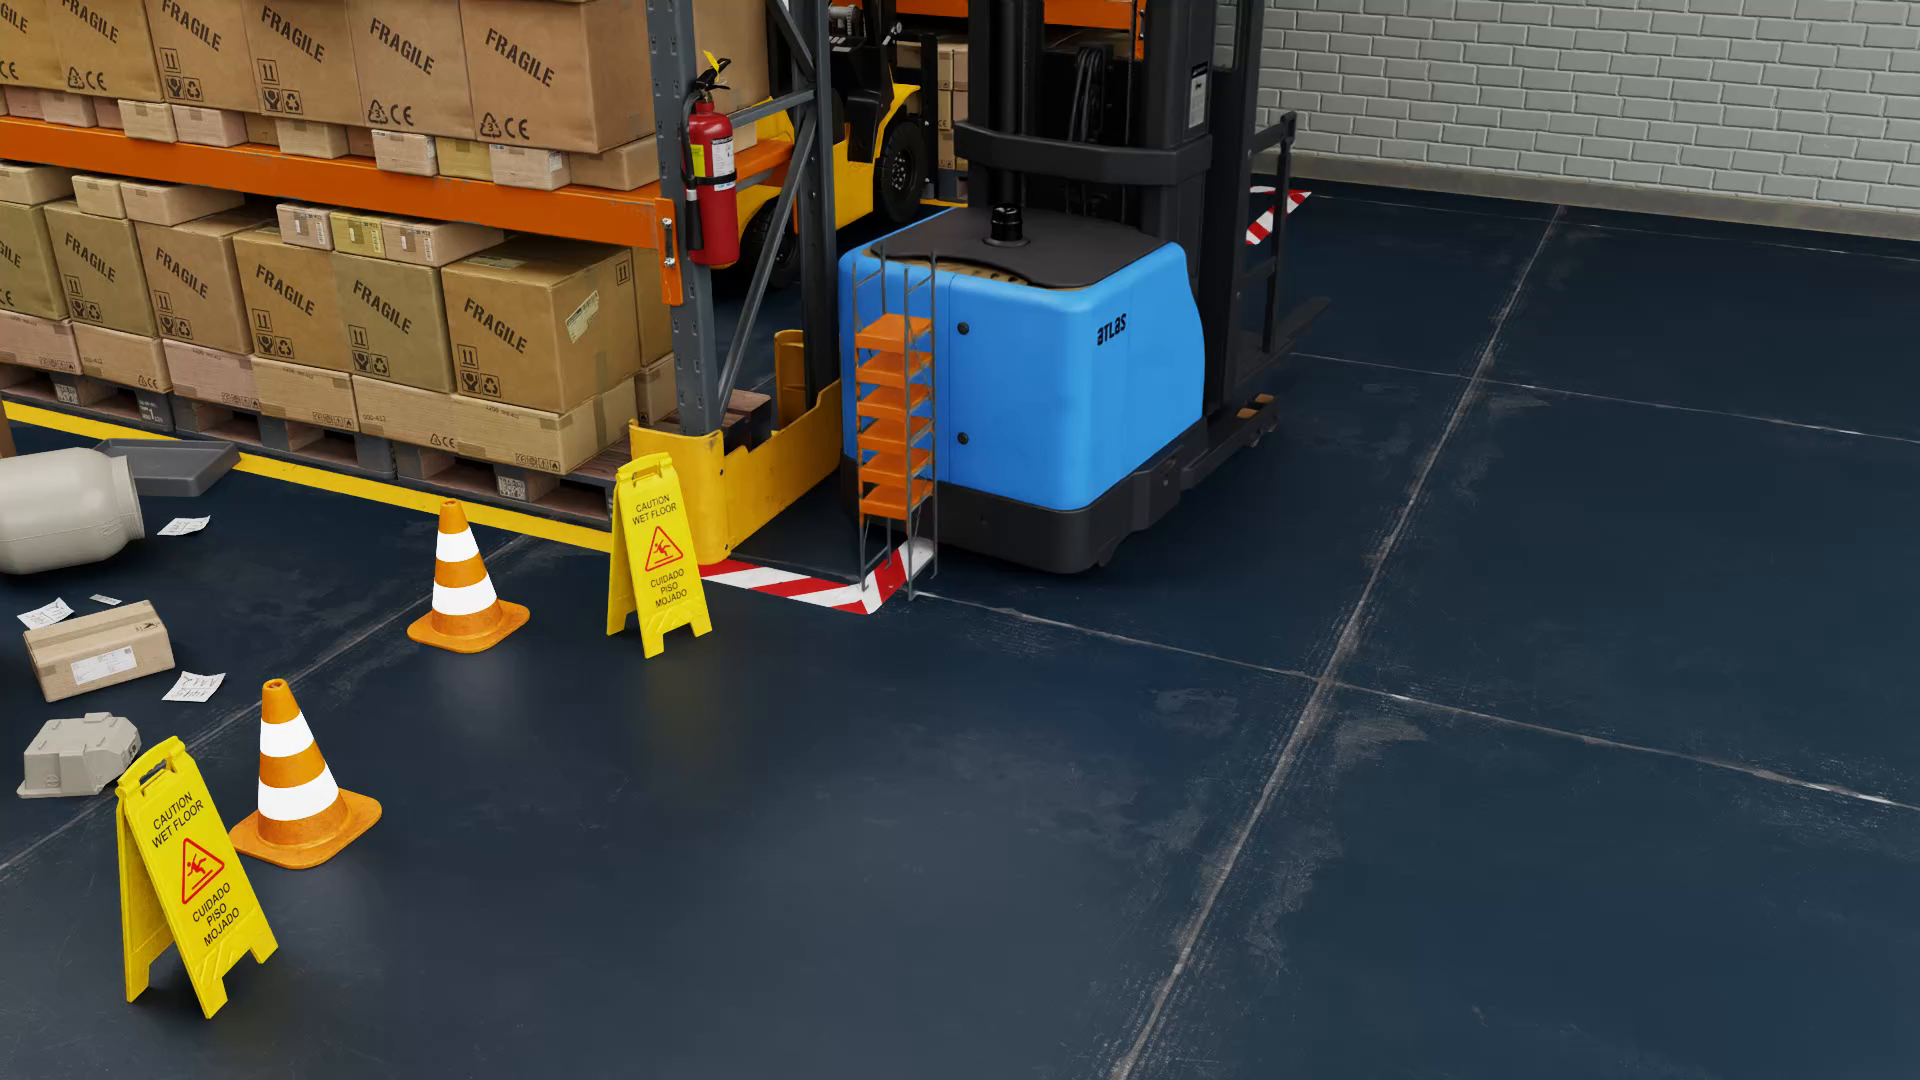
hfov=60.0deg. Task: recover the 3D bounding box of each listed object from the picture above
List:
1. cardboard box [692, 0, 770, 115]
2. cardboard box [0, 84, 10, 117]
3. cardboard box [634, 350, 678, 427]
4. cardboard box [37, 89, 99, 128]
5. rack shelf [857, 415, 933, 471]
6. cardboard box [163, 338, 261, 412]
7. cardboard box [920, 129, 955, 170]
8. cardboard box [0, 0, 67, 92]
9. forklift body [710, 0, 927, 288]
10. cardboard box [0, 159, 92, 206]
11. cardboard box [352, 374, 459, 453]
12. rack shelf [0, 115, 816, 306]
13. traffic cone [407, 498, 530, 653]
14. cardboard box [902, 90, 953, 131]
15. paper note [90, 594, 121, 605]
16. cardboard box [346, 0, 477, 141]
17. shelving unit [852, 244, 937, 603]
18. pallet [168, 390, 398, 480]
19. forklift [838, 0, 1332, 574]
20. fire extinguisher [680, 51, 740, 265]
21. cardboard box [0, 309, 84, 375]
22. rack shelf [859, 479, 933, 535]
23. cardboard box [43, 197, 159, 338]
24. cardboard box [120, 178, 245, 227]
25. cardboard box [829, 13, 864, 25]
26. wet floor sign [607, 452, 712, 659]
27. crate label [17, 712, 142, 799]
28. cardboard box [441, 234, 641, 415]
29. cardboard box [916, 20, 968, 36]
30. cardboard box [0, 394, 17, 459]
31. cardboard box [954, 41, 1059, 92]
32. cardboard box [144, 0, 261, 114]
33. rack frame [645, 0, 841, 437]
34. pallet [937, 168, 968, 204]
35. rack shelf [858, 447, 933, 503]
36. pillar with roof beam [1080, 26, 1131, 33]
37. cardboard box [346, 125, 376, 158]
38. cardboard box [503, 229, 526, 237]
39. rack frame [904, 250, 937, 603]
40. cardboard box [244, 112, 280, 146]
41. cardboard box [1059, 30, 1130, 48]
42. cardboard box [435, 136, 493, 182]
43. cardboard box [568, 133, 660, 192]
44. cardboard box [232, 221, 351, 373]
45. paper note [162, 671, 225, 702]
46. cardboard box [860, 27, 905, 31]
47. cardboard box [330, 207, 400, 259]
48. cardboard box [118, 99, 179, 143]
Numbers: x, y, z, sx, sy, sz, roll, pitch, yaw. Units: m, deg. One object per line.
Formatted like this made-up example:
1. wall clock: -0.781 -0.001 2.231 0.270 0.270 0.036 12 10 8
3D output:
1. cardboard box: -1.061 -1.873 6.209 0.500 0.500 0.500 11 28 21
2. cardboard box: -3.981 -1.904 7.005 0.250 0.149 0.380 12 29 23
3. cardboard box: -1.365 -0.710 6.935 0.500 0.250 0.500 11 28 21
4. cardboard box: -3.516 -1.808 6.811 0.250 0.149 0.380 12 29 23
5. rack shelf: -0.215 -0.345 5.692 0.180 0.103 0.258 10 28 20
6. cardboard box: -2.986 -0.778 7.071 0.500 0.250 0.500 11 28 21
7. cardboard box: -0.153 -2.597 10.766 0.500 0.250 0.500 12 29 22
8. cardboard box: -3.635 -2.132 6.734 0.500 0.500 0.500 11 28 22
9. forklift body: -1.175 -2.726 9.352 1.214 2.155 2.313 11 28 22
10. cardboard box: -3.872 -1.547 7.051 0.250 0.149 0.380 12 29 23
11. cardboard box: -2.061 -0.589 6.688 0.500 0.250 0.500 11 28 22
12. rack shelf: -2.566 -1.540 6.796 4.000 0.370 1.077 11 28 22
13. traffic cone: -1.671 0.081 5.561 0.334 0.463 0.336 11 28 22
14. cardboard box: -0.197 -2.818 10.649 0.500 0.250 0.500 11 28 21
15. paper note: -2.988 0.209 5.814 0.123 0.001 0.032 11 28 22
16. cardboard box: -1.807 -1.757 5.973 0.500 0.500 0.500 11 28 22
17. shelving unit: -0.215 -0.384 5.672 0.189 1.200 0.258 10 28 20
18. pallet: -2.646 -0.646 7.324 1.213 0.211 1.003 11 28 22
19. forklift: 0.749 -1.804 6.597 1.130 2.935 3.031 15 30 28
20. fire extinguisher: -0.832 -1.256 5.493 0.183 0.674 0.296 11 28 22
21. cardboard box: -3.961 -0.967 7.455 0.500 0.250 0.500 10 28 19
22. rack shelf: -0.215 -0.129 5.798 0.180 0.103 0.258 10 28 20
23. cardboard box: -3.469 -1.210 7.100 0.500 0.500 0.500 13 29 24
24. cardboard box: -3.157 -1.406 6.764 0.250 0.149 0.380 13 29 25
25. cardboard box: -0.885 -3.432 11.329 0.500 0.250 0.500 12 28 22
26. wet floor sign: -1.015 0.024 5.470 0.232 0.644 0.267 23 35 39
27. crate label: -2.562 0.617 4.842 0.298 0.136 0.250 -2 26 -5
28. cardboard box: -1.582 -0.830 6.328 0.500 0.500 0.500 12 28 22
29. cardboard box: 0.040 -3.246 10.954 0.500 0.250 0.500 11 28 21
30. cardboard box: -3.974 -0.365 6.422 0.500 0.500 0.500 -12 29 -23
31. cardboard box: 0.291 -2.947 10.345 0.500 0.250 0.500 12 29 23
32. cardboard box: -2.715 -1.950 6.365 0.500 0.500 0.500 12 29 22
33. rack frame: -0.745 -1.497 5.895 0.127 3.000 1.000 11 28 22
34. pallet: 0.593 -2.365 10.815 1.213 0.211 1.003 11 28 22
35. rack shelf: -0.215 -0.237 5.745 0.180 0.103 0.258 10 28 20
36. pillar with roof beam: -0.737 -4.944 6.103 0.400 9.000 9.100 11 28 22
37. cardboard box: -2.097 -1.562 6.311 0.250 0.149 0.380 12 29 23
38. cardboard box: -1.865 -1.145 6.968 0.500 0.500 0.500 10 28 20
39. rack frame: -0.130 -0.369 5.640 0.006 1.200 0.240 10 28 20
40. cardboard box: -2.558 -1.654 6.498 0.250 0.149 0.380 11 28 22
41. cardboard box: 0.947 -3.061 10.577 0.500 0.250 0.500 11 28 21
42. cardboard box: -1.675 -1.424 6.030 0.250 0.149 0.380 11 28 21
43. cardboard box: -1.174 -1.367 5.914 0.250 0.149 0.380 12 29 24
44. cardboard box: -2.515 -1.019 6.712 0.500 0.500 0.500 11 28 21
45. paper note: -2.430 0.463 5.276 0.142 0.019 0.148 2 26 4
46. cardboard box: -0.631 -3.131 10.718 0.500 0.250 0.500 11 28 21
47. cardboard box: -2.172 -1.208 6.362 0.250 0.149 0.380 12 29 23
48. cardboard box: -3.072 -1.691 6.574 0.250 0.149 0.380 12 28 22
